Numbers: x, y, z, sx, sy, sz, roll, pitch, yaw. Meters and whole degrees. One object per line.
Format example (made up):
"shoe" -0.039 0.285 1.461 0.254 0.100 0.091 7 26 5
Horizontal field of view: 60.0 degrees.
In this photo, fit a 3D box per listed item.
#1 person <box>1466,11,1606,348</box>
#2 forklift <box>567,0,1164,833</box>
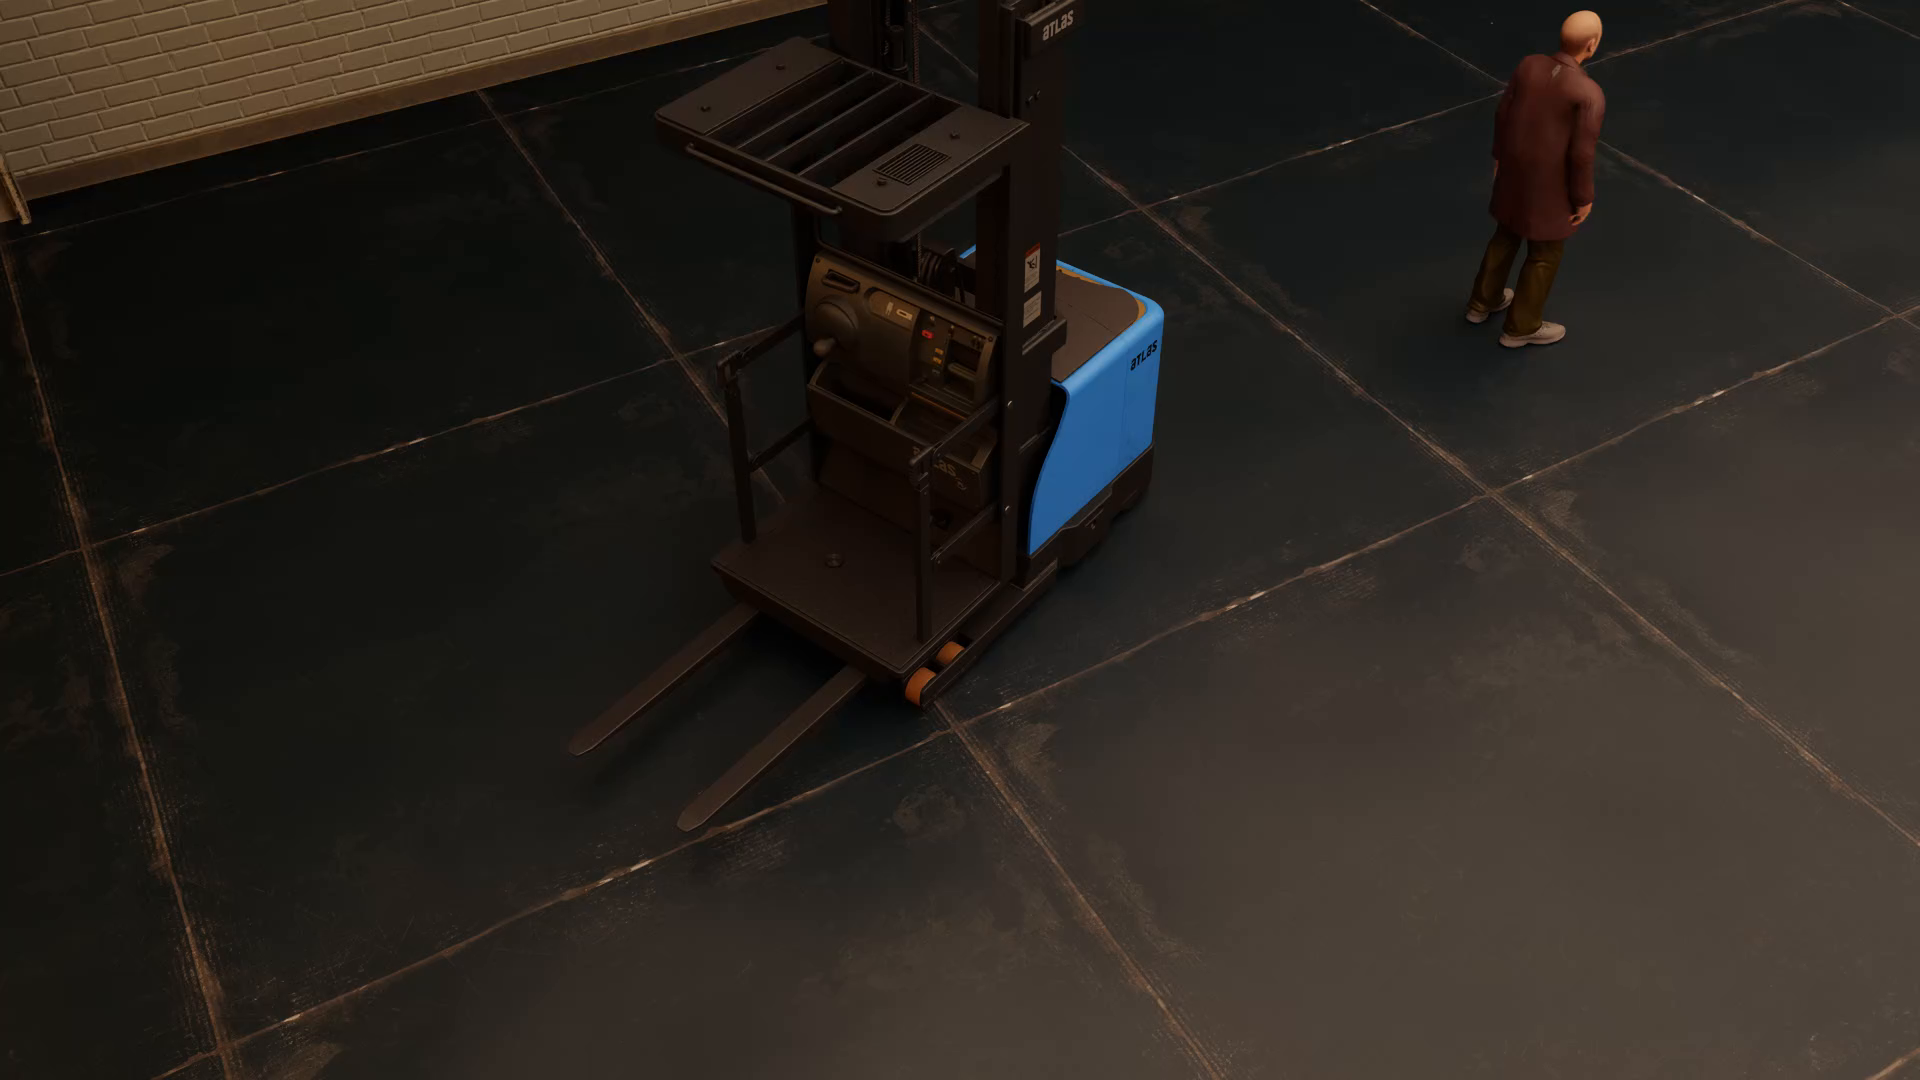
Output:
"person" 2.974 -1.850 8.543 0.423 1.774 0.656 -22 47 -22
"forklift" -0.375 -0.749 6.505 1.130 2.935 3.031 28 50 27
